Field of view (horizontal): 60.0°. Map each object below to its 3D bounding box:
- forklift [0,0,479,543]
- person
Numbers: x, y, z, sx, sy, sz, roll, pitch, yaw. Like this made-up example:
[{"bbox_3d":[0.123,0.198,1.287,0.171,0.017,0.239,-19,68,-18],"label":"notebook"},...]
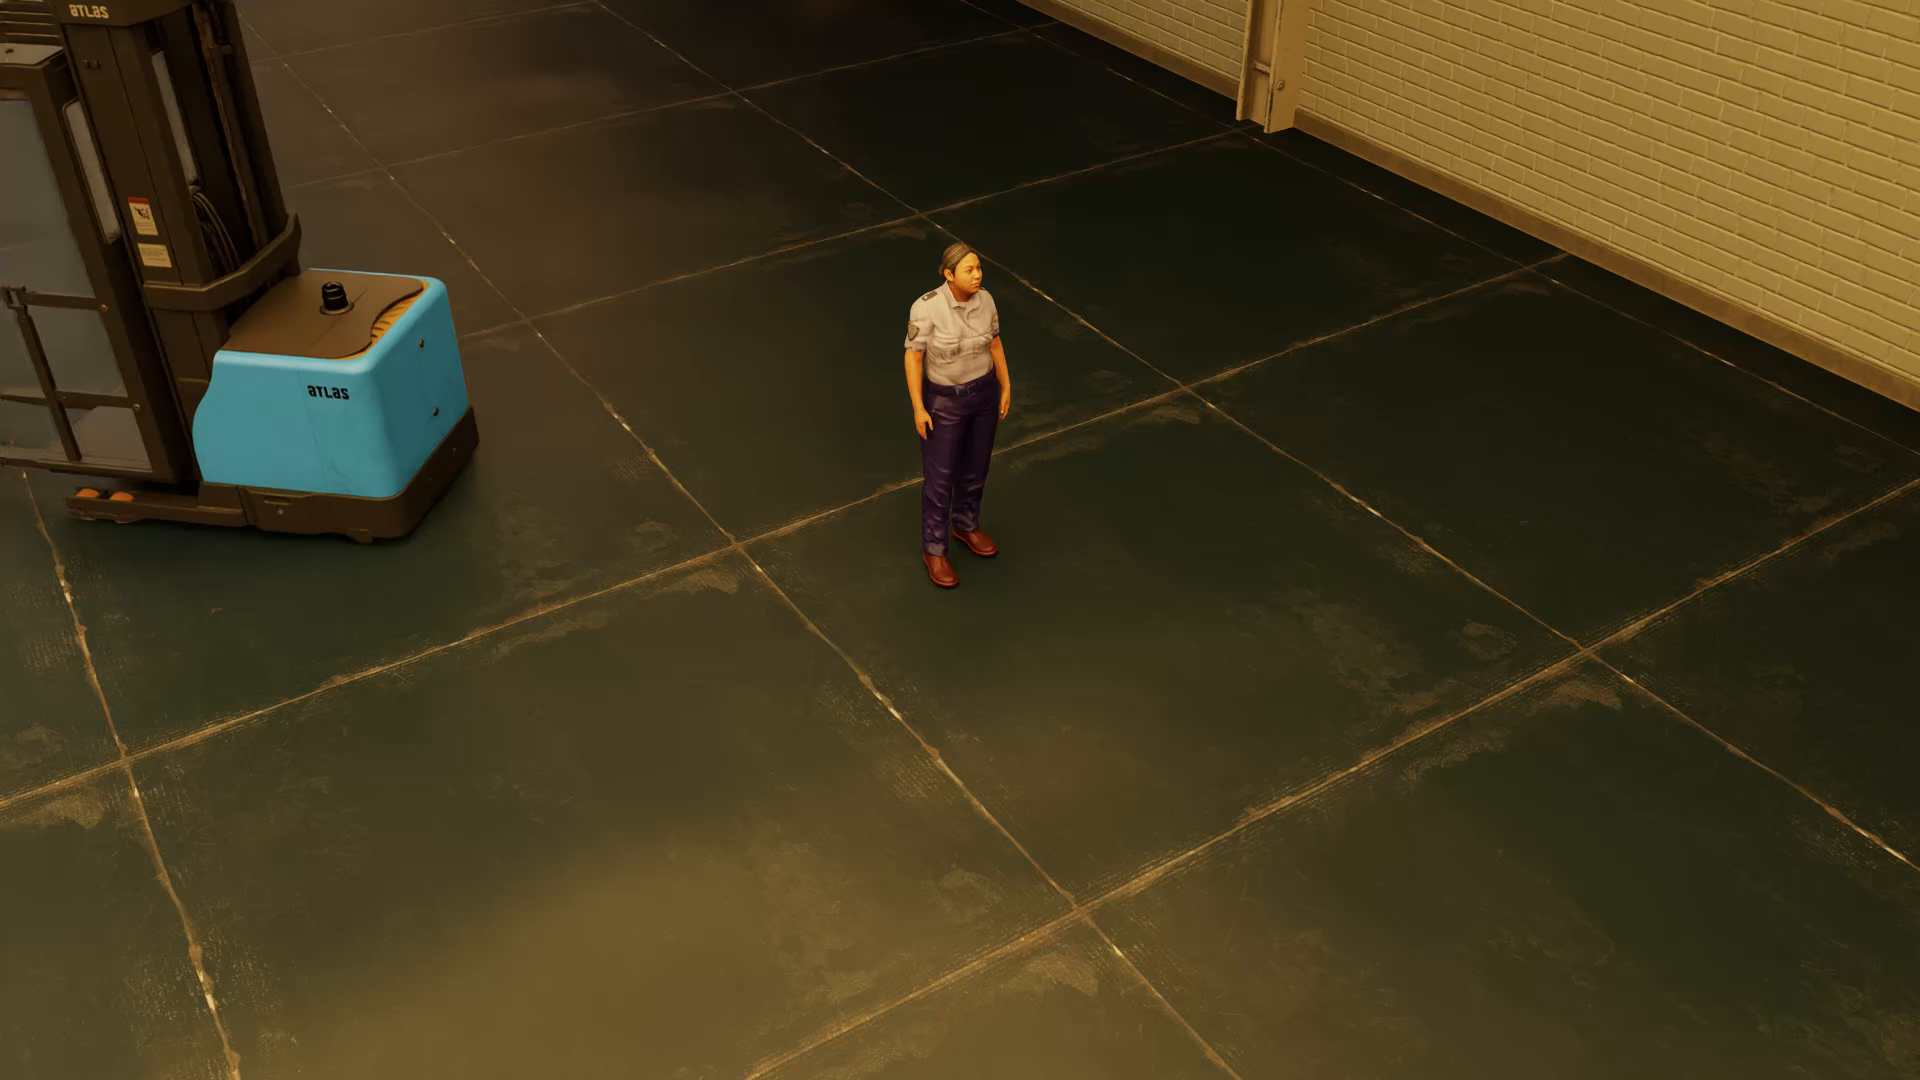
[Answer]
[{"bbox_3d":[-4.268,-1.579,8.395,3.031,2.935,1.130,5,35,8],"label":"forklift"},{"bbox_3d":[0.030,-0.629,8.147,0.598,1.651,0.502,-21,40,-27],"label":"person"}]
